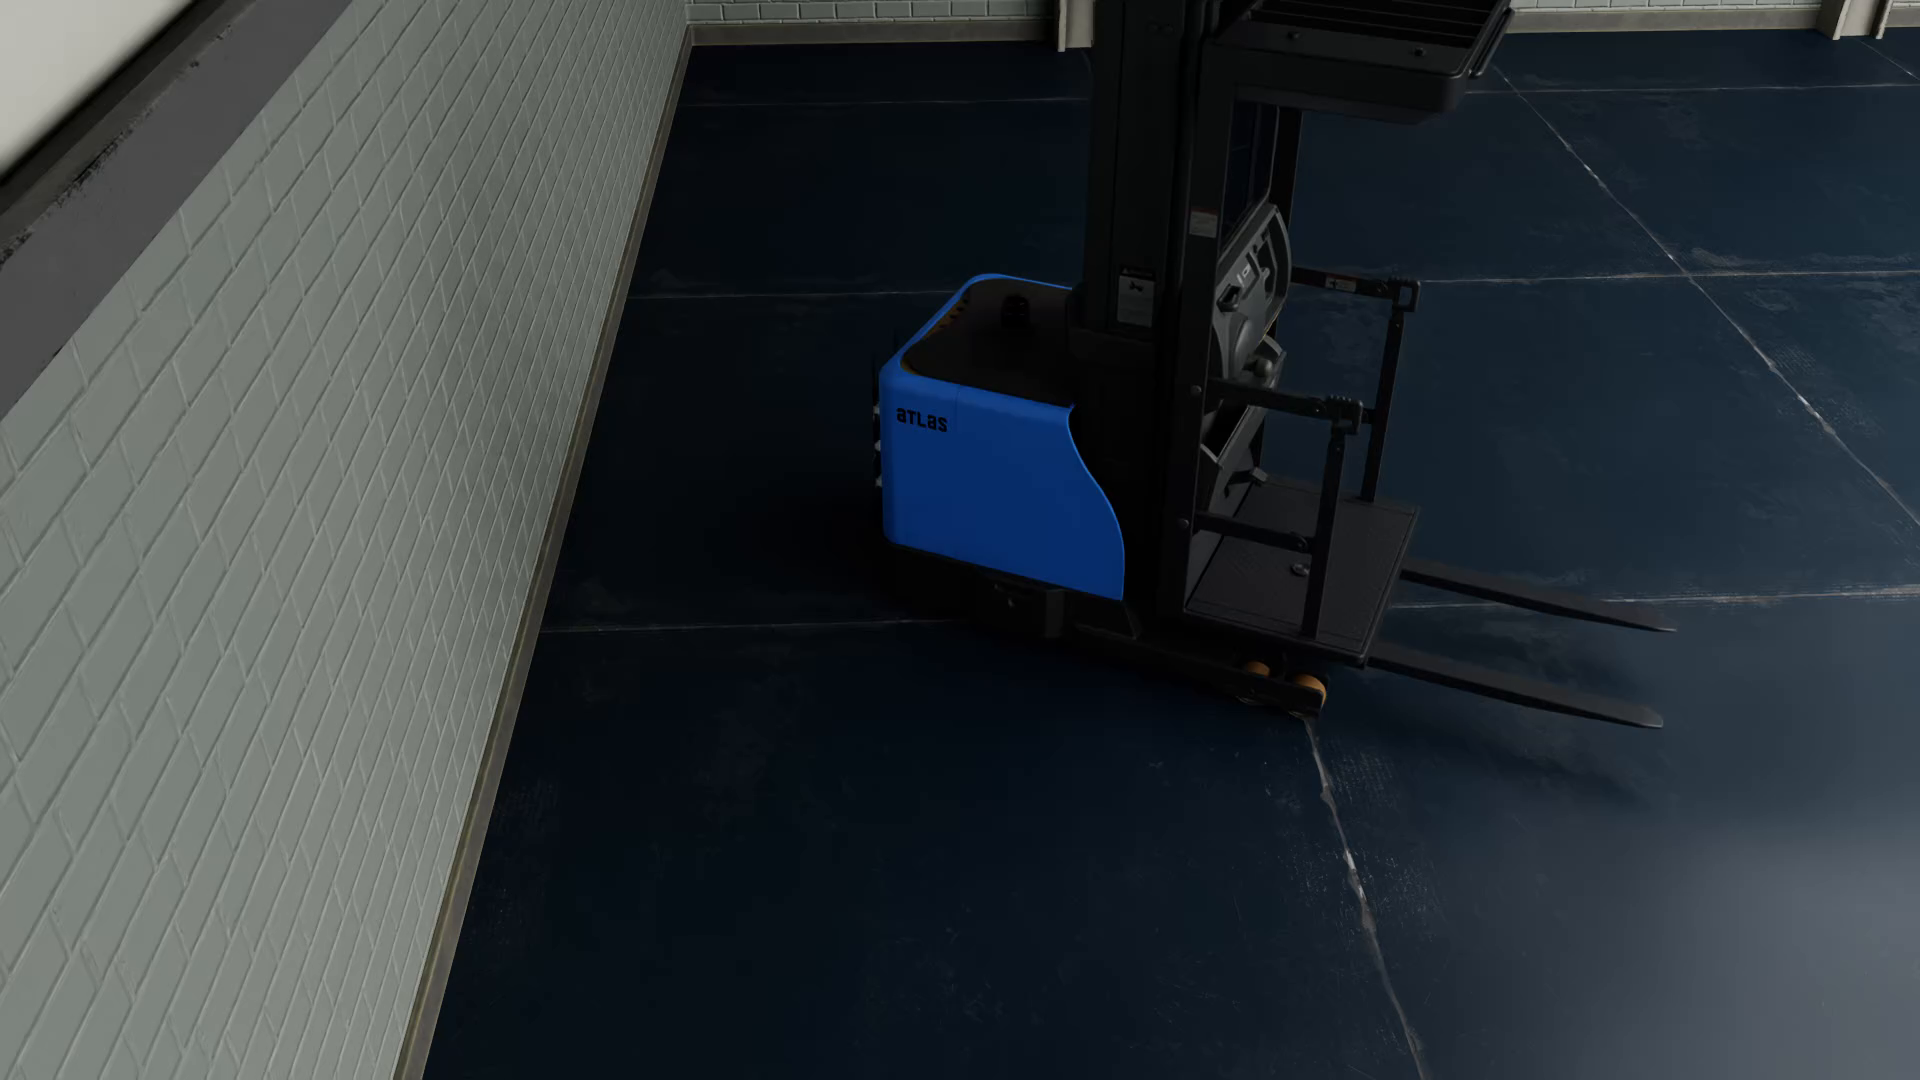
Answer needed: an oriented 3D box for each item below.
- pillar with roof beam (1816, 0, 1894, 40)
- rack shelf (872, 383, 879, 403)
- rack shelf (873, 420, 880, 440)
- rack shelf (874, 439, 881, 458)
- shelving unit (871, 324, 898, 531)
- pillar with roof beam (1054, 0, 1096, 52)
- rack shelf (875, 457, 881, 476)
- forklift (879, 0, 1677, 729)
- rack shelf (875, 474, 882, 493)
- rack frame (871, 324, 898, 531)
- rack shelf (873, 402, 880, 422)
[{"bbox_3d":[7.125,-5.208,6.867,0.400,9.000,9.100,-2,35,-2],"label":"pillar with roof beam"},{"bbox_3d":[-0.222,-0.645,6.975,0.200,0.077,0.258,14,37,19],"label":"rack shelf"},{"bbox_3d":[-0.222,-0.497,7.077,0.200,0.077,0.258,14,37,19],"label":"rack shelf"},{"bbox_3d":[-0.222,-0.423,7.129,0.200,0.077,0.258,14,37,19],"label":"rack shelf"},{"bbox_3d":[-0.222,-0.450,7.110,0.210,0.900,0.258,14,37,19],"label":"shelving unit"},{"bbox_3d":[1.131,-5.046,6.634,0.400,9.000,9.100,-2,35,-2],"label":"pillar with roof beam"},{"bbox_3d":[-0.222,-0.349,7.180,0.200,0.077,0.258,14,37,19],"label":"rack shelf"},{"bbox_3d":[1.238,-0.876,5.941,3.031,2.935,1.130,14,37,19],"label":"forklift"},{"bbox_3d":[-0.222,-0.275,7.231,0.200,0.077,0.258,14,37,19],"label":"rack shelf"},{"bbox_3d":[-0.315,-0.473,7.143,0.006,0.900,0.240,14,37,19],"label":"rack frame"},{"bbox_3d":[-0.222,-0.571,7.026,0.200,0.077,0.258,14,37,19],"label":"rack shelf"}]
